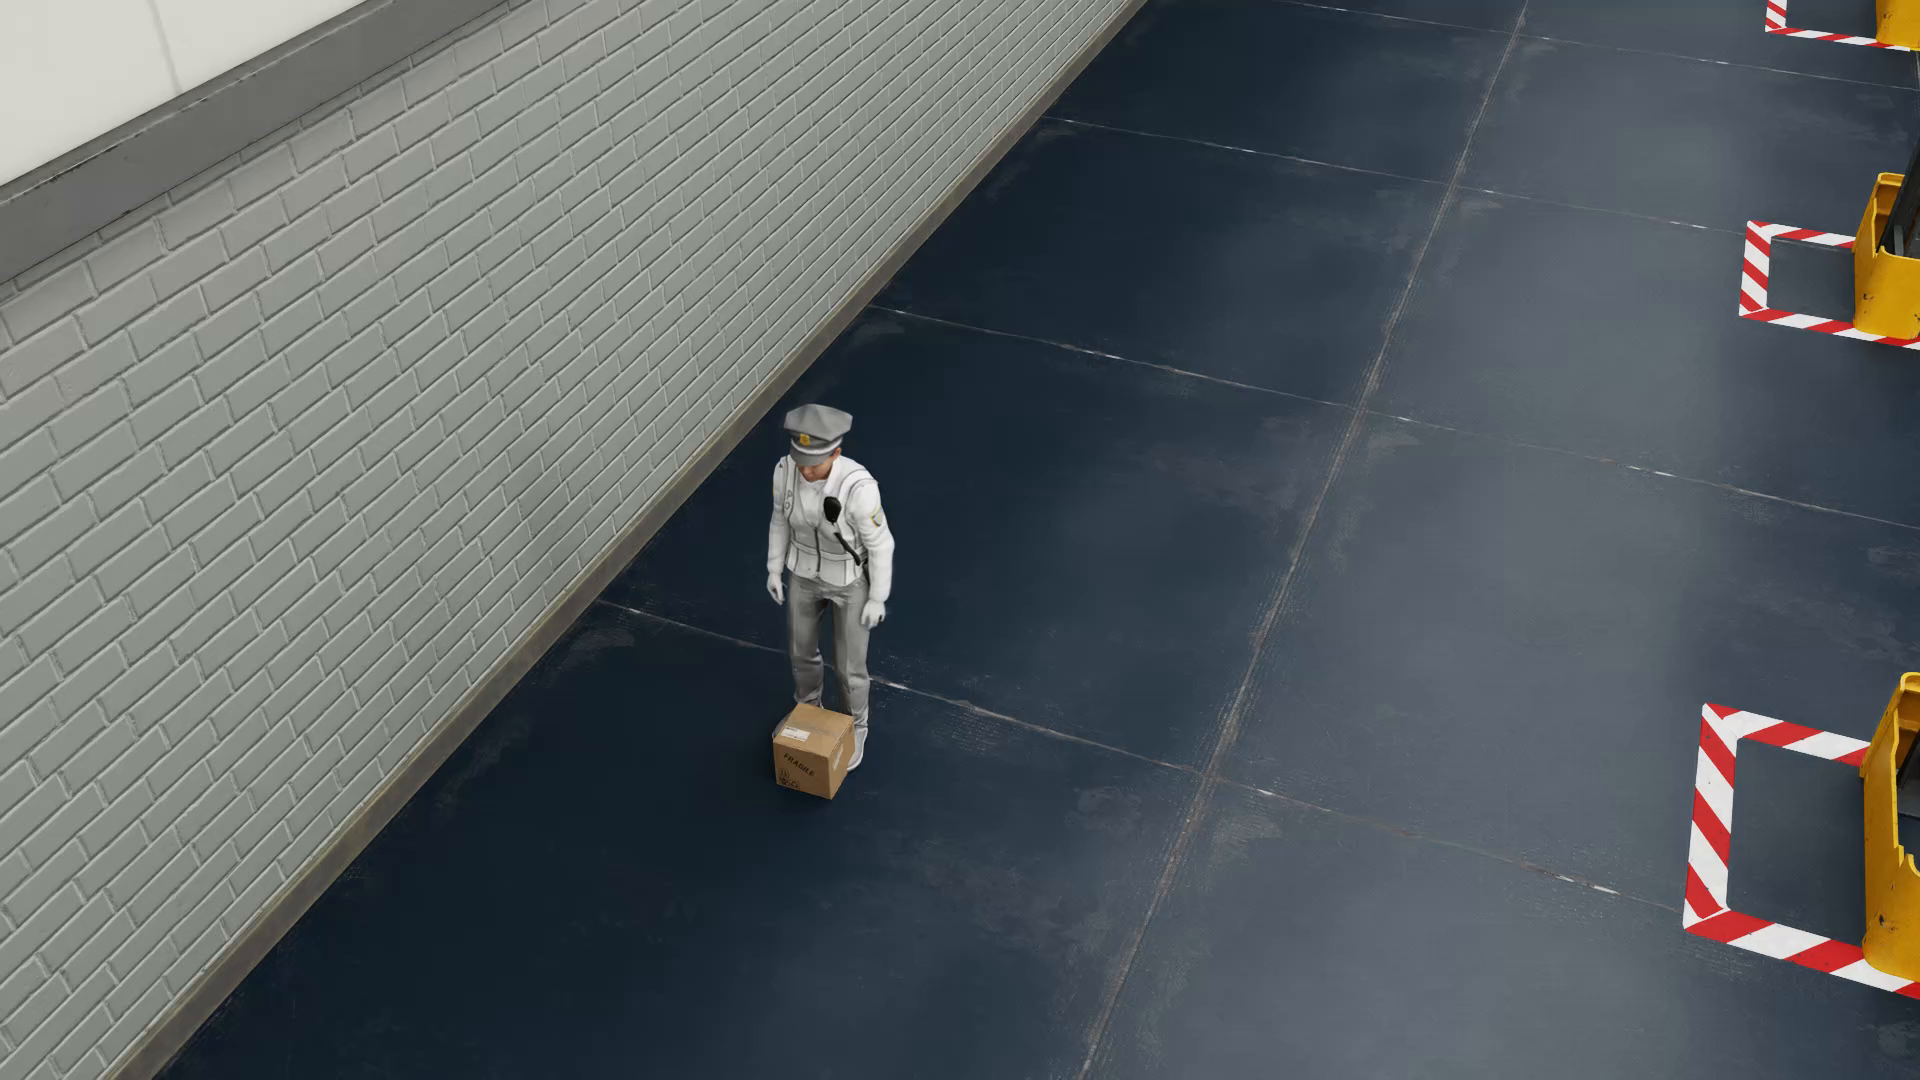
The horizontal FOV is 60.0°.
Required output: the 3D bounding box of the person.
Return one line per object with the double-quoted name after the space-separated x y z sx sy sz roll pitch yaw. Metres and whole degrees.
-0.523 0.180 6.582 0.528 1.663 0.403 14 40 18 "person"
